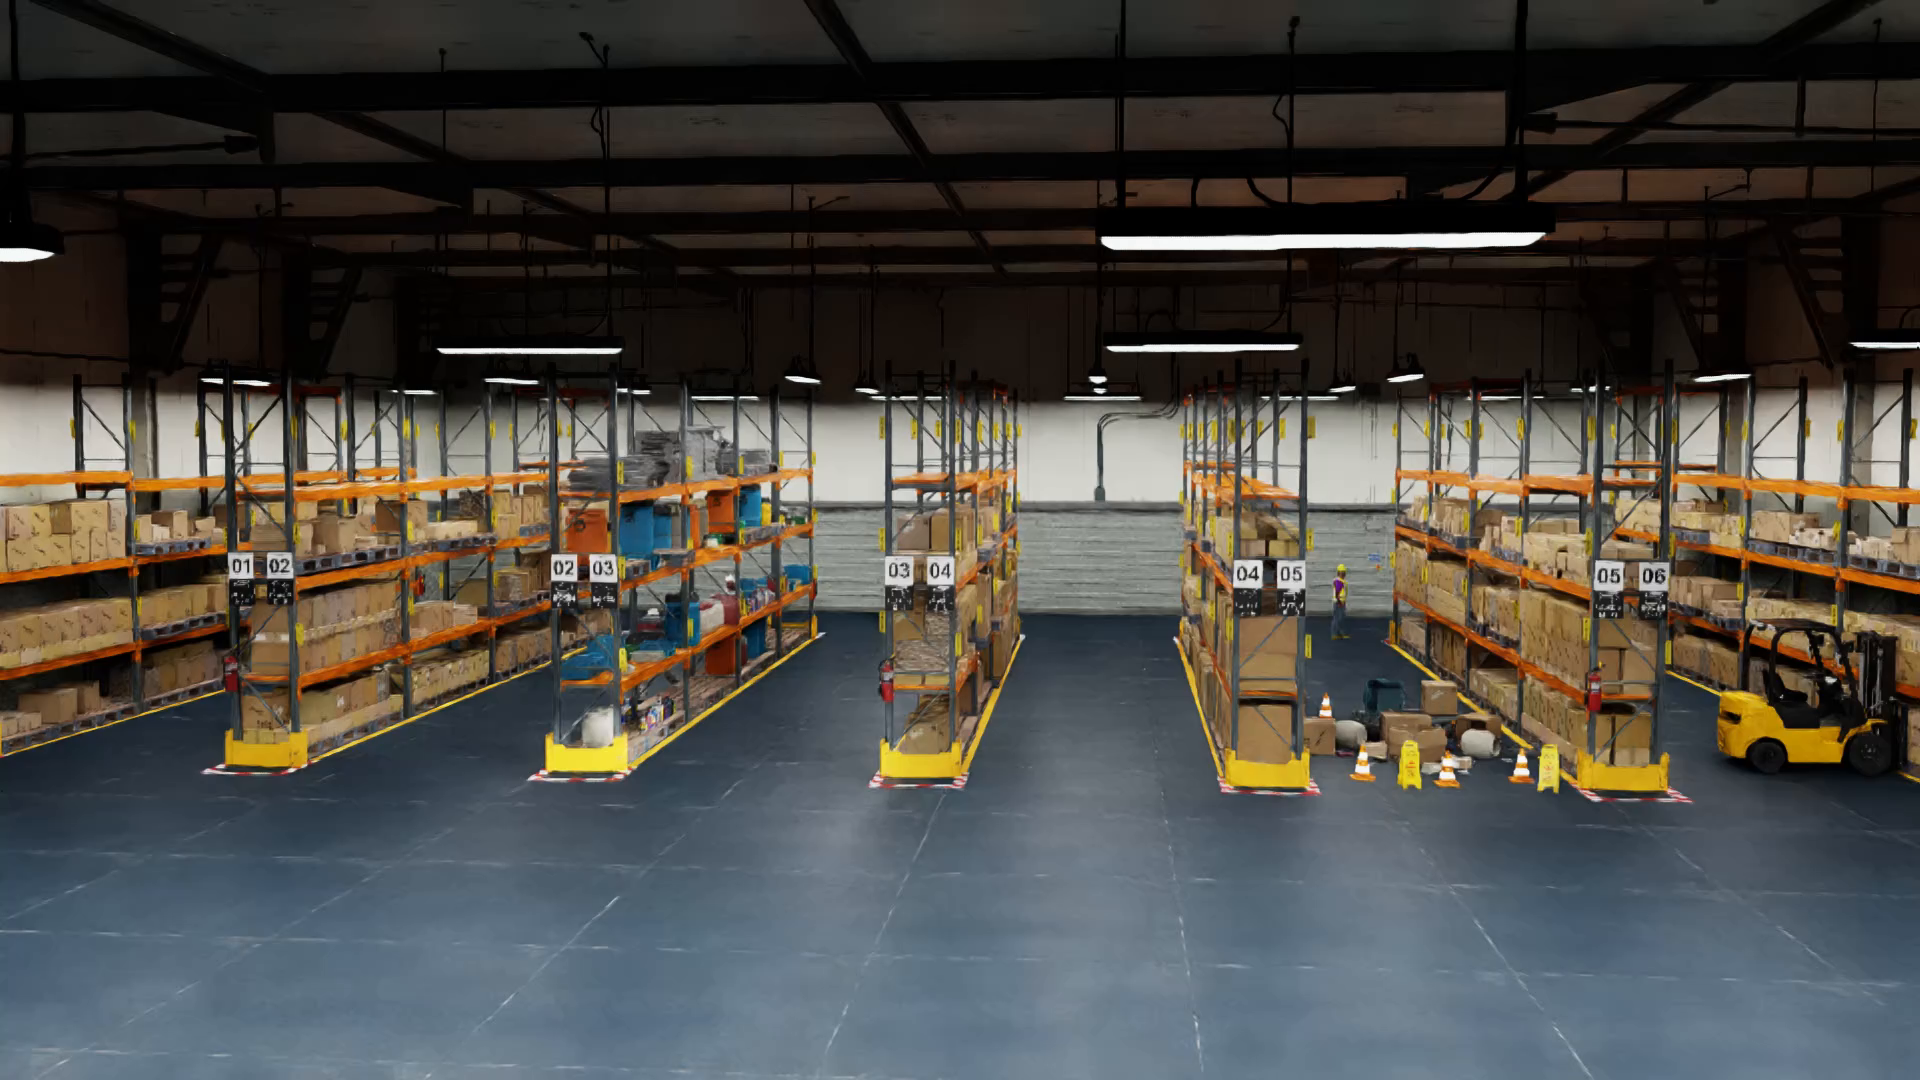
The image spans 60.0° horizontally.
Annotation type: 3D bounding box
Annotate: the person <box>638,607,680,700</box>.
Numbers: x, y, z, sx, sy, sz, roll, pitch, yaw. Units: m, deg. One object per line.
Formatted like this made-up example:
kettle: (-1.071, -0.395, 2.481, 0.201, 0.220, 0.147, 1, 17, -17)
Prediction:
person: (-5.641, 2.108, 30.980, 0.602, 1.733, 0.992, 2, 4, 25)

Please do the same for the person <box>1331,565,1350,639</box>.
person: (9.135, 1.478, 39.896, 0.413, 1.768, 0.651, 1, 4, 22)

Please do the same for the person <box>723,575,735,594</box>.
person: (-5.174, 1.652, 38.062, 0.616, 1.714, 0.971, 2, 4, 26)
